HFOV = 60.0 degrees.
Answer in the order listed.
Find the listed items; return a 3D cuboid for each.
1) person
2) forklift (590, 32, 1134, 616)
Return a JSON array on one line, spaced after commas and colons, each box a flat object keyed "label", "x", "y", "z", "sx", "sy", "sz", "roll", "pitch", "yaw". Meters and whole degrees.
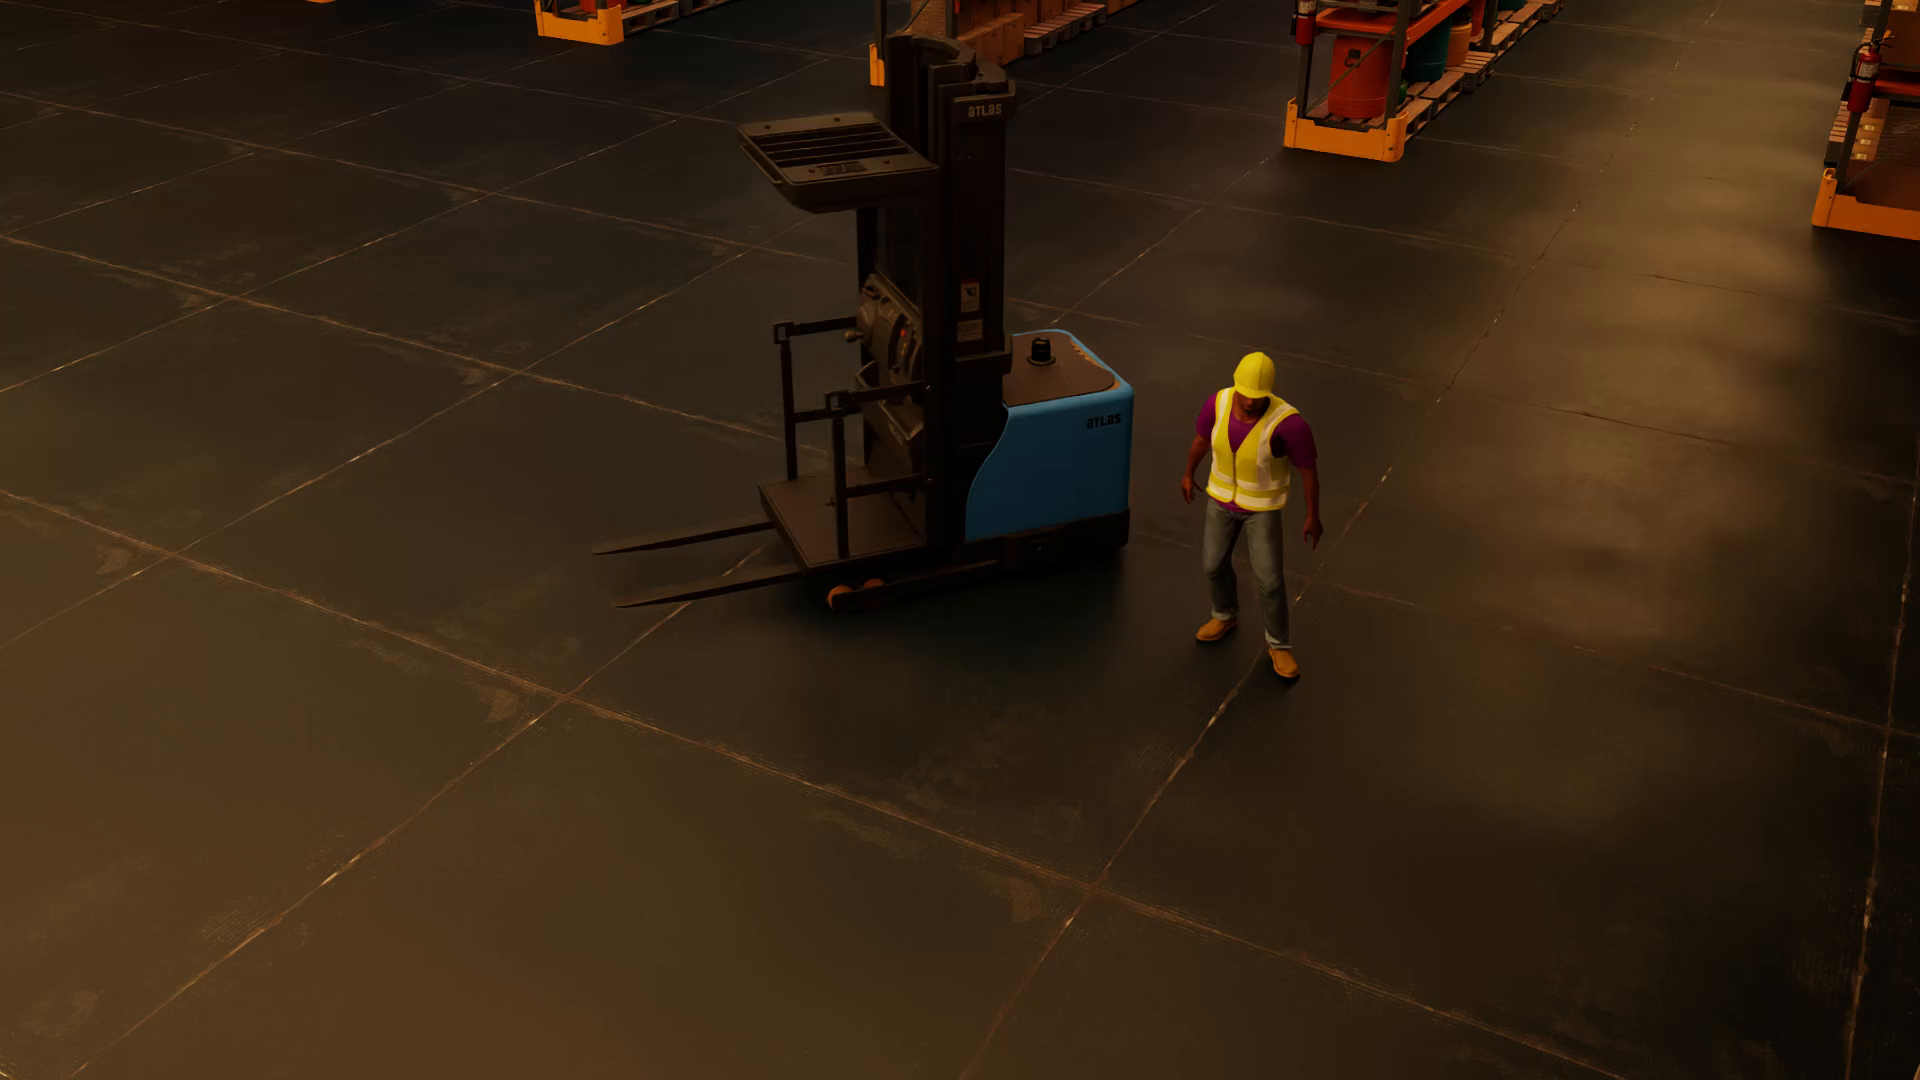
[{"label": "person", "x": 1.477, "y": -0.185, "z": 8.592, "sx": 0.871, "sy": 1.731, "sz": 0.449, "roll": 20, "pitch": 35, "yaw": 31}, {"label": "forklift", "x": -0.575, "y": -1.147, "z": 9.058, "sx": 3.031, "sy": 2.935, "sz": 1.130, "roll": -11, "pitch": 32, "yaw": -18}]
